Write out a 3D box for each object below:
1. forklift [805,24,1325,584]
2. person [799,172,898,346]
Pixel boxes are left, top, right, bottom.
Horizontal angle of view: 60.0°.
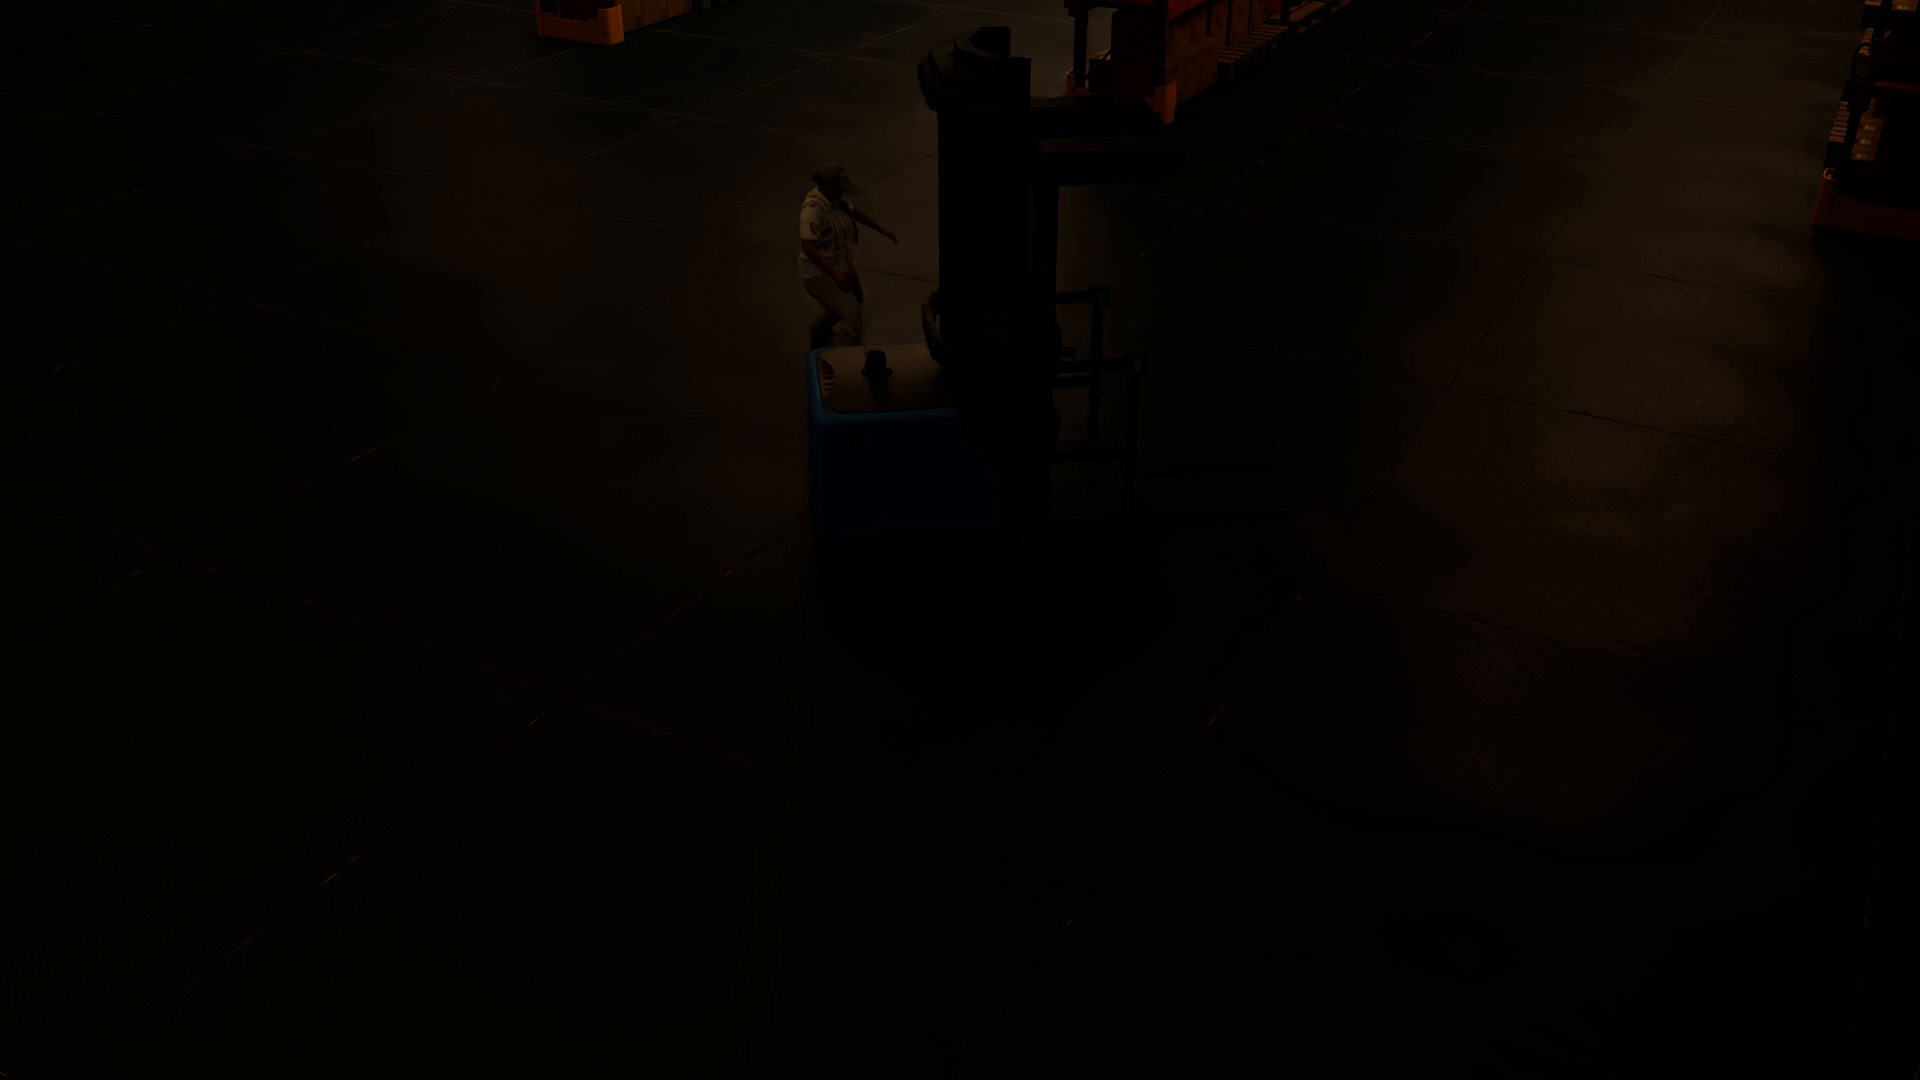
[{"bbox_3d":[0.631,-1.337,9.388,3.031,2.935,1.130,-4,30,-7],"label":"forklift"},{"bbox_3d":[-0.839,-1.891,12.018,0.887,1.343,0.982,11,32,18],"label":"person"}]
